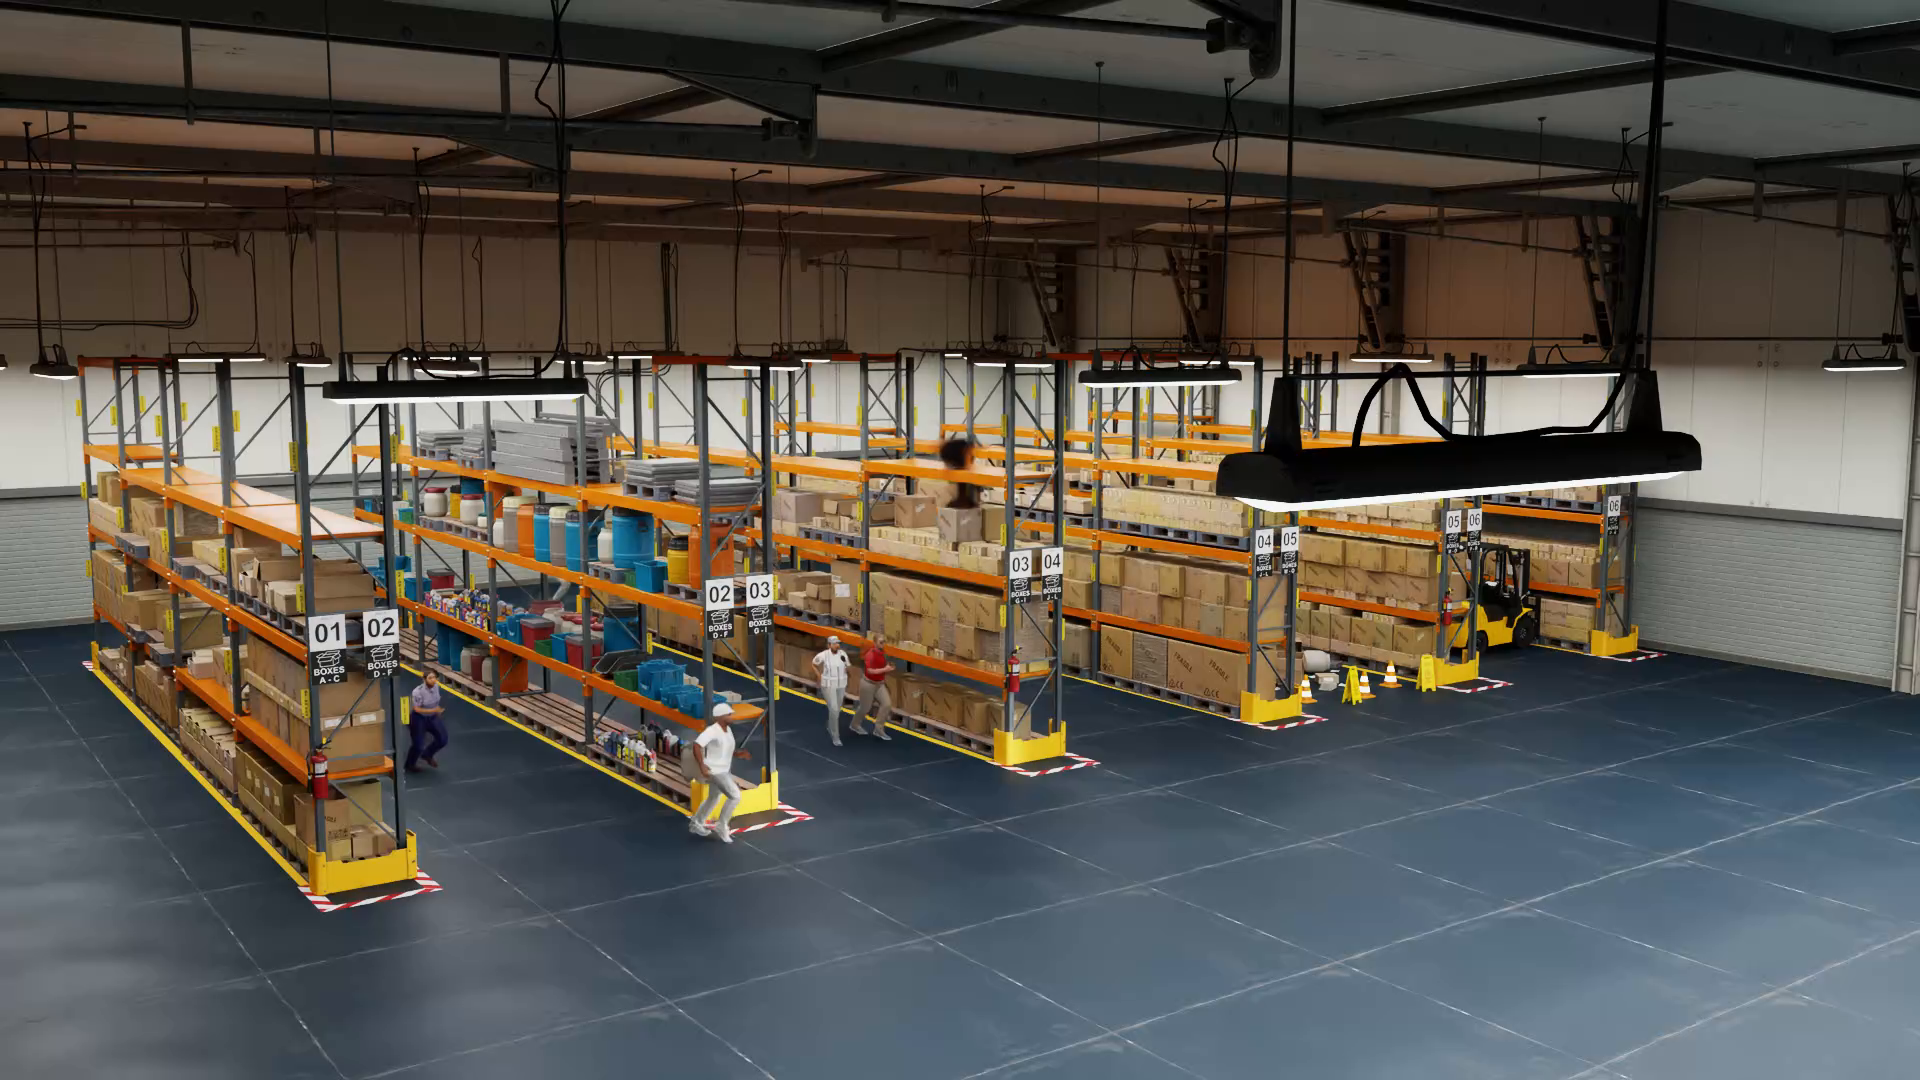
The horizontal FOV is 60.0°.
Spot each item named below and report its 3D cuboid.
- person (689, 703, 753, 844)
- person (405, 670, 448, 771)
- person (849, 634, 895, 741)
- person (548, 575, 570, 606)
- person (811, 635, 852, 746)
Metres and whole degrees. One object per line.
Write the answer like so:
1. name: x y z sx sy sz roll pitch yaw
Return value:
1. person: -3.046 2.939 21.007 0.827 1.777 0.630 1 7 6
2. person: -7.782 2.631 24.272 0.831 1.542 0.612 4 8 31
3. person: -1.437 2.319 26.223 0.860 1.717 0.602 4 8 30
4. person: -9.242 0.734 39.063 0.751 1.704 0.661 2 7 14
5. person: -1.990 2.344 26.139 0.593 1.716 0.700 -4 8 -30
